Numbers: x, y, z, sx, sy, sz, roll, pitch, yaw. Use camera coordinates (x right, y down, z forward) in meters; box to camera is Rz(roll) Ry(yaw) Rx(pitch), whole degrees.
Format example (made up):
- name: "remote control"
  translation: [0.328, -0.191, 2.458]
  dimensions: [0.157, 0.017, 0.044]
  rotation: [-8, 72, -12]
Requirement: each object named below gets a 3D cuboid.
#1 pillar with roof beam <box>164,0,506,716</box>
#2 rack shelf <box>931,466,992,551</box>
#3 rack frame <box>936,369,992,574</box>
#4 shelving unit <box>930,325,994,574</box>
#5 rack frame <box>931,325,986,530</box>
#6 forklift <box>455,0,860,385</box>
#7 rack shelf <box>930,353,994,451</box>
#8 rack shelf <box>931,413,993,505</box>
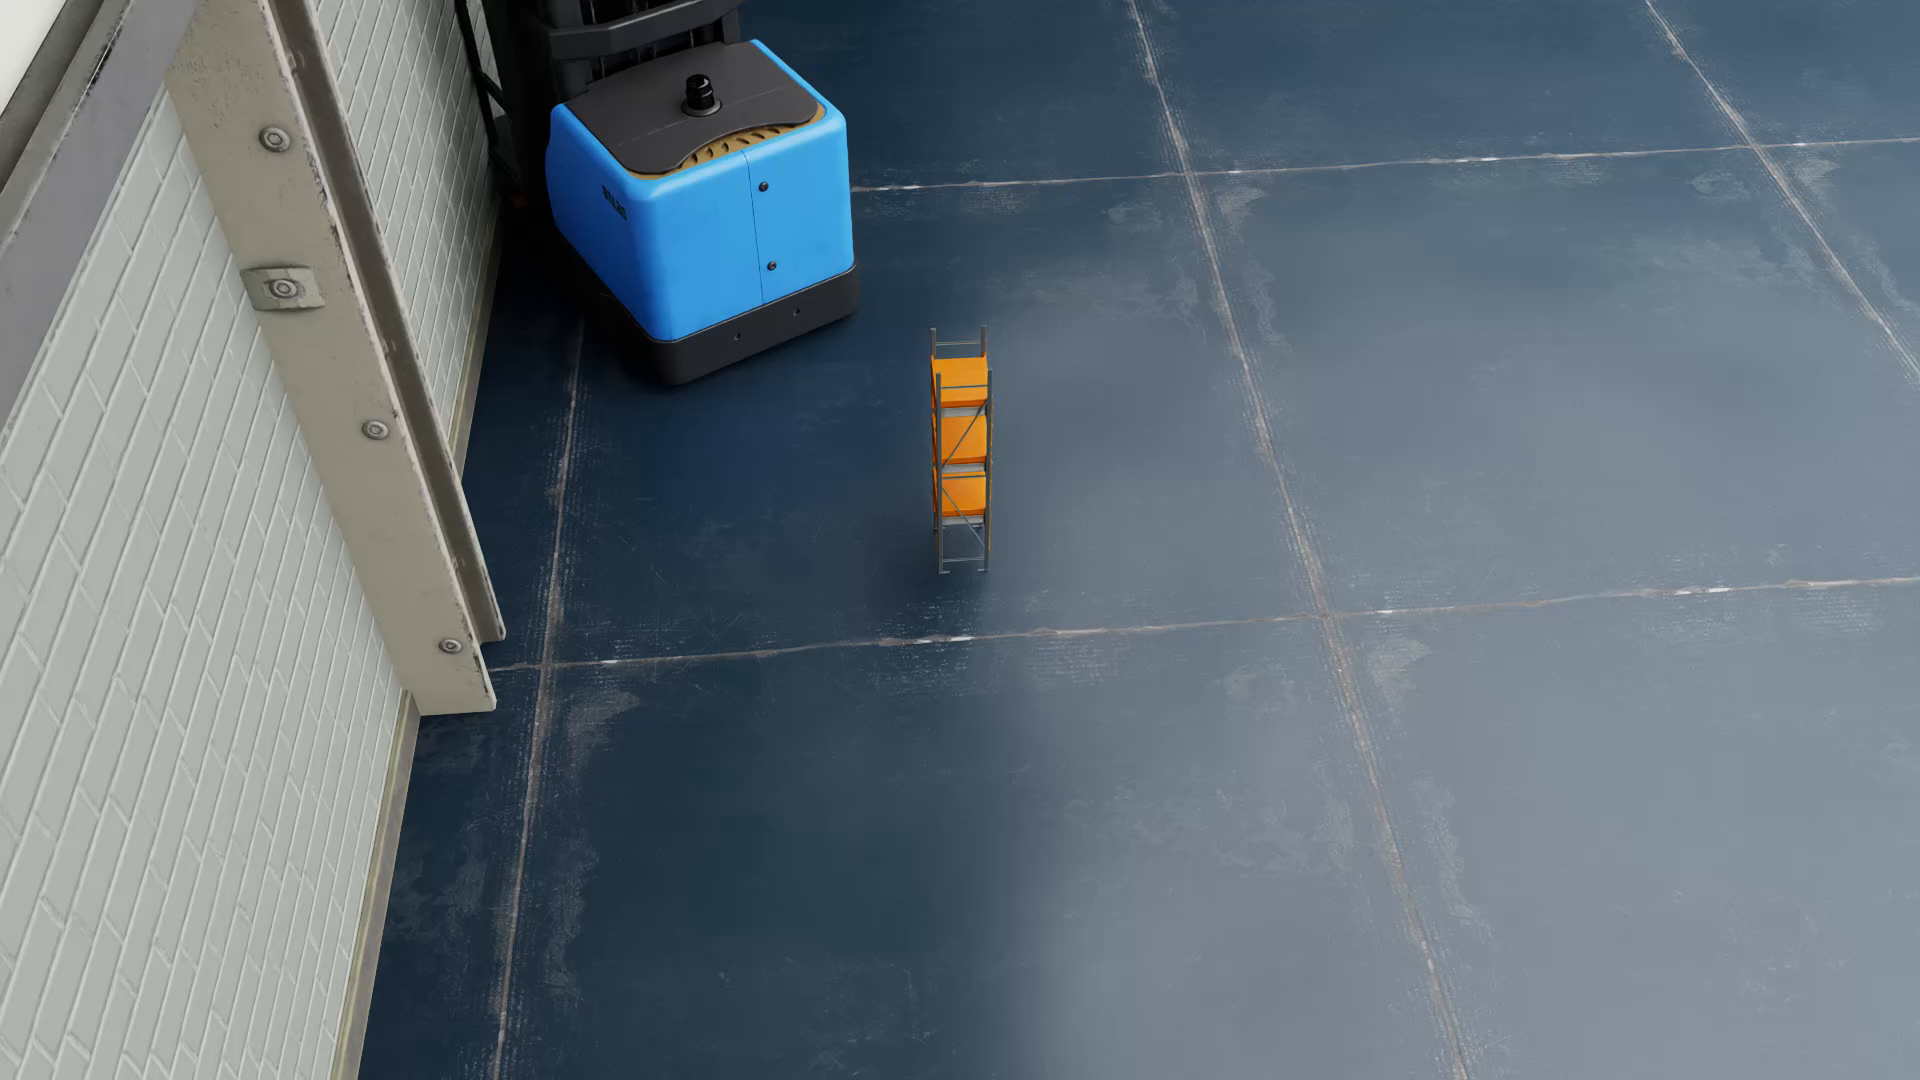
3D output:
- name: "pillar with roof beam"
  translation: [2.399, -2.859, 3.260]
  dimensions: [9.100, 9.000, 0.400]
  rotation: [-3, 47, -3]
- name: "rack shelf"
  translation: [0.004, -0.124, 6.542]
  dimensions: [0.215, 0.259, 0.240]
  rotation: [-3, 47, -3]
- name: "rack frame"
  translation: [0.015, -0.234, 6.249]
  dimensions: [0.200, 1.050, 0.008]
  rotation: [-3, 47, -3]
- name: "shelving unit"
  translation: [0.005, -0.322, 6.332]
  dimensions: [0.215, 1.050, 0.252]
  rotation: [-3, 47, -3]
- name: "rack frame"
  translation: [-0.006, -0.411, 6.416]
  dimensions: [0.200, 1.050, 0.008]
  rotation: [-3, 47, -3]
- name: "forklift"
  translation: [-1.707, -2.730, 7.317]
  dimensions: [1.130, 2.935, 3.031]
  rotation: [-26, 52, -23]
- name: "rack shelf"
  translation: [0.005, -0.510, 6.134]
  dimensions: [0.215, 0.259, 0.240]
  rotation: [-3, 47, -3]
- name: "rack shelf"
  translation: [0.005, -0.315, 6.340]
  dimensions: [0.215, 0.259, 0.240]
  rotation: [-3, 47, -3]
